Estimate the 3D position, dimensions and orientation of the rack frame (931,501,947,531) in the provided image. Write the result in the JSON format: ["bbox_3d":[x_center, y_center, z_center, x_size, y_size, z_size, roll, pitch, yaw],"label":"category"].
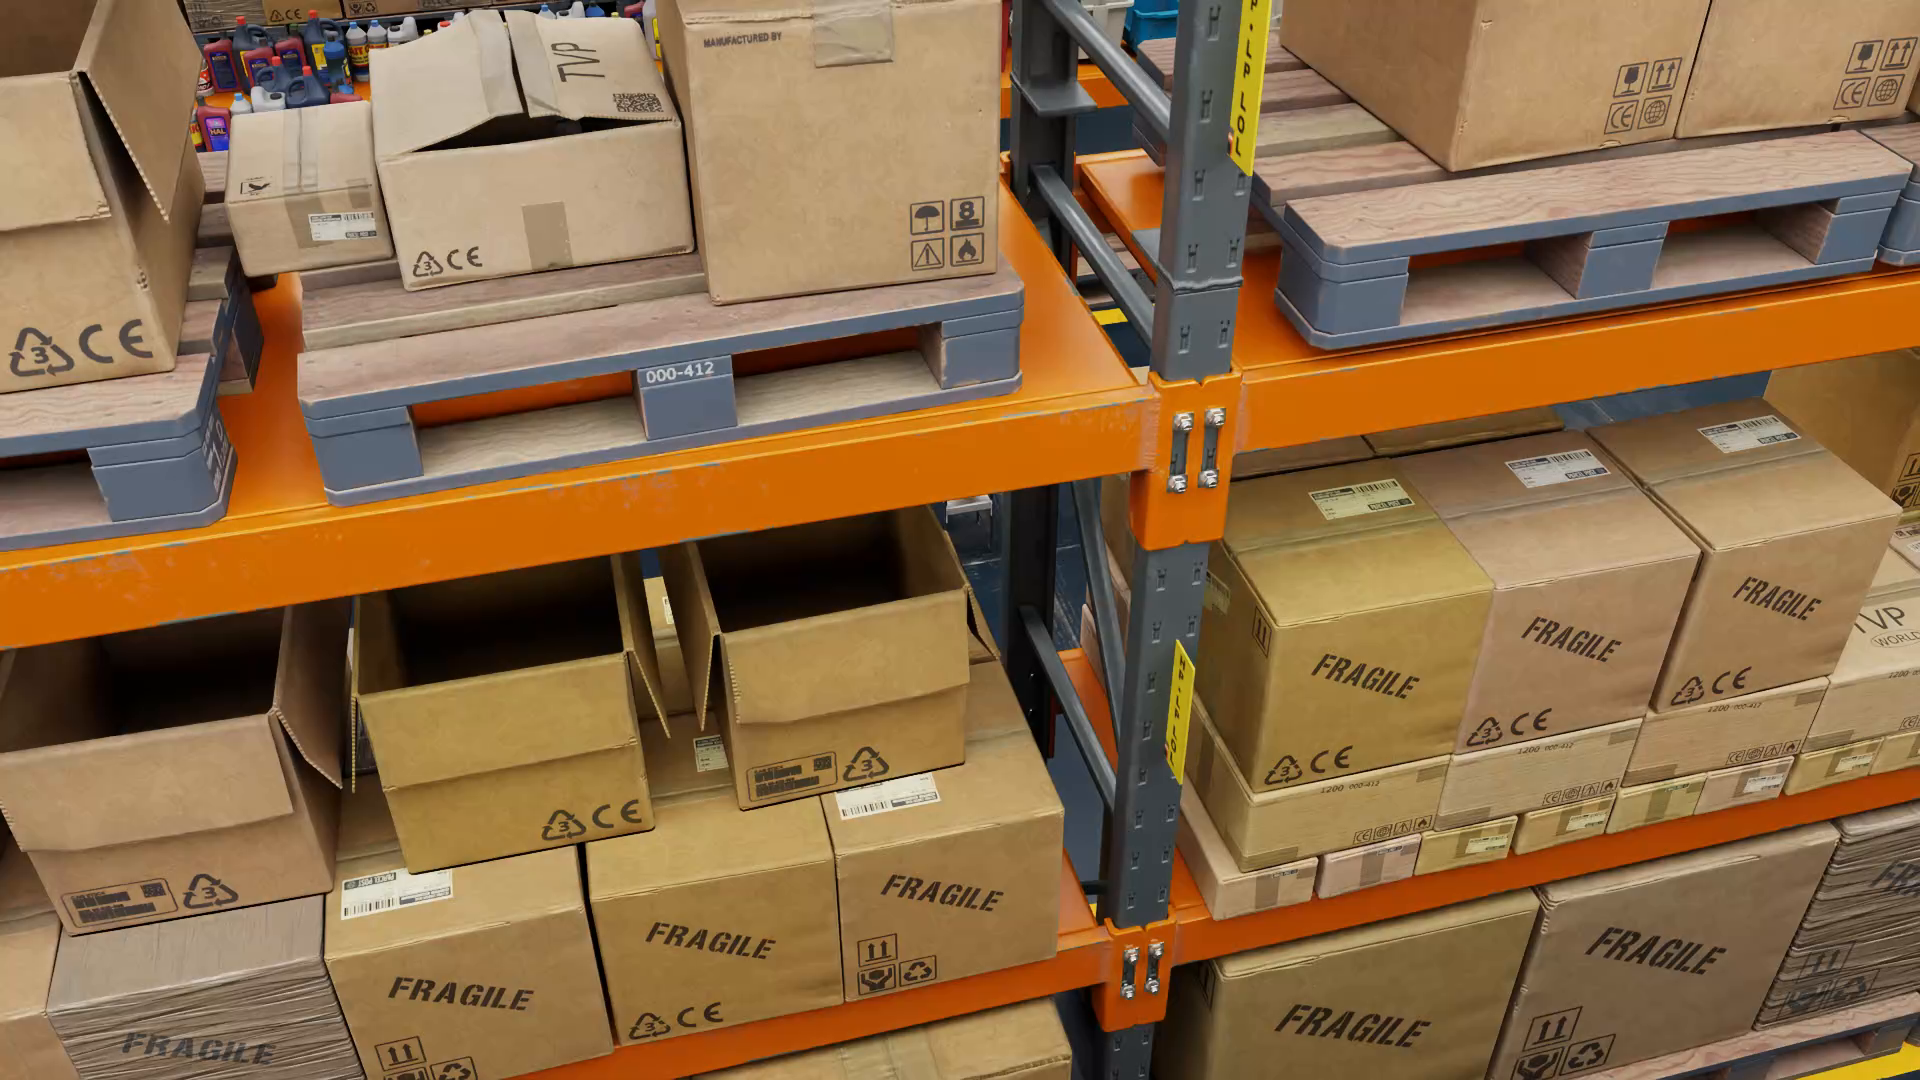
[{"bbox_3d":[-0.090,-0.343,6.957,0.006,0.900,0.240,-9,38,-12],"label":"rack frame"}]

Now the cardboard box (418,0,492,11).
[{"bbox_3d":[-3.645,-4.126,11.871,0.500,0.500,0.500,-9,38,-11],"label":"cardboard box"}]

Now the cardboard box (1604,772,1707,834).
[{"bbox_3d":[1.680,0.549,4.270,0.250,0.149,0.380,-10,39,-13],"label":"cardboard box"}]

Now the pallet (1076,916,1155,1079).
[{"bbox_3d":[1.054,1.501,5.114,1.213,0.211,1.003,-9,38,-12],"label":"pallet"}]

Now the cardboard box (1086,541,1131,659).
[{"bbox_3d":[0.657,0.185,4.417,0.500,0.250,0.500,-10,39,-13],"label":"cardboard box"}]

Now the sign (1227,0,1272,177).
[{"bbox_3d":[0.450,-0.737,2.591,0.005,0.325,0.100,-9,38,-12],"label":"sign"}]

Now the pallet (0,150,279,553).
[{"bbox_3d":[-1.875,-0.327,2.895,1.213,0.211,1.003,-8,38,-10],"label":"pallet"}]

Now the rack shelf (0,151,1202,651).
[{"bbox_3d":[-1.631,-0.121,3.063,4.000,0.370,1.077,-9,38,-12],"label":"rack shelf"}]

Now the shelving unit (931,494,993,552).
[{"bbox_3d":[0.008,-0.359,6.978,0.210,0.900,0.258,-9,38,-12],"label":"shelving unit"}]

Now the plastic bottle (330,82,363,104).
[{"bbox_3d":[-2.693,-1.880,7.334,0.133,0.283,0.061,-9,38,-12],"label":"plastic bottle"}]

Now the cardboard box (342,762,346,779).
[{"bbox_3d":[-1.675,0.599,3.916,0.500,0.500,0.500,-9,38,-11],"label":"cardboard box"}]

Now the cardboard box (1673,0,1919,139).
[{"bbox_3d":[1.560,-1.211,3.386,0.500,0.500,0.700,-7,38,-10],"label":"cardboard box"}]

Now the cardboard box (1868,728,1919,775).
[{"bbox_3d":[2.428,0.426,4.432,0.250,0.149,0.380,-9,38,-11],"label":"cardboard box"}]

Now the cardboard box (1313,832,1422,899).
[{"bbox_3d":[0.925,0.674,4.106,0.250,0.149,0.380,-11,39,-13],"label":"cardboard box"}]

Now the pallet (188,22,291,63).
[{"bbox_3d":[-5.411,-3.698,11.911,1.213,0.211,1.003,-9,38,-12],"label":"pallet"}]

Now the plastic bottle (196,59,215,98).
[{"bbox_3d":[-3.577,-2.191,7.809,0.097,0.201,0.097,0,37,0],"label":"plastic bottle"}]

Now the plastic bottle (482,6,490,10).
[{"bbox_3d":[-2.314,-2.442,8.070,0.133,0.283,0.061,-9,38,-12],"label":"plastic bottle"}]

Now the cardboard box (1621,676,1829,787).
[{"bbox_3d":[1.802,0.327,4.232,0.500,0.250,0.500,-8,38,-11],"label":"cardboard box"}]

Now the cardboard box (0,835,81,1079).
[{"bbox_3d":[-2.031,0.978,3.420,0.500,0.500,0.500,-10,39,-13],"label":"cardboard box"}]

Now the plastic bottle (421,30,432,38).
[{"bbox_3d":[-2.551,-2.360,8.029,0.097,0.201,0.097,0,37,0],"label":"plastic bottle"}]

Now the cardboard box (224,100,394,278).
[{"bbox_3d":[-1.177,-0.643,3.014,0.250,0.149,0.380,-11,39,-14],"label":"cardboard box"}]

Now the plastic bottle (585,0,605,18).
[{"bbox_3d":[-1.786,-2.513,8.172,0.097,0.271,0.097,0,37,0],"label":"plastic bottle"}]

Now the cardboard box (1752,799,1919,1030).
[{"bbox_3d":[2.686,0.804,5.133,0.875,0.875,0.875,-9,38,-12],"label":"cardboard box"}]

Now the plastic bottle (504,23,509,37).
[{"bbox_3d":[-2.198,-2.417,8.105,0.097,0.201,0.097,0,37,0],"label":"plastic bottle"}]

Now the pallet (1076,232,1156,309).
[{"bbox_3d":[0.888,-1.664,9.252,1.213,0.211,1.003,-9,38,-12],"label":"pallet"}]

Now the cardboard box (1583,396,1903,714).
[{"bbox_3d":[1.807,0.027,4.007,0.500,0.500,0.500,-10,39,-13],"label":"cardboard box"}]

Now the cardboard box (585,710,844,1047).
[{"bbox_3d":[-0.560,0.737,3.736,0.500,0.500,0.500,-8,38,-11],"label":"cardboard box"}]

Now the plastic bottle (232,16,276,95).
[{"bbox_3d":[-3.306,-2.280,7.803,0.185,0.351,0.144,-9,38,-12],"label":"plastic bottle"}]

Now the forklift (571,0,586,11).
[{"bbox_3d":[-2.088,-3.859,9.882,3.031,2.935,1.130,-7,38,-9],"label":"forklift"}]

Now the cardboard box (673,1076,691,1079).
[{"bbox_3d":[-1.175,1.400,4.354,0.875,0.875,1.225,-11,39,-14],"label":"cardboard box"}]

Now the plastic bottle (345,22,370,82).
[{"bbox_3d":[-2.869,-2.335,7.940,0.097,0.271,0.097,0,37,0],"label":"plastic bottle"}]

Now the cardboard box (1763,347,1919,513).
[{"bbox_3d":[2.646,-0.440,4.617,0.500,0.500,0.500,-10,39,-13],"label":"cardboard box"}]

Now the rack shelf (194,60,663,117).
[{"bbox_3d":[-2.923,-1.835,7.772,4.000,0.370,1.077,-9,38,-12],"label":"rack shelf"}]

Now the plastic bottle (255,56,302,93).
[{"bbox_3d":[-3.027,-1.974,7.402,0.185,0.351,0.144,-9,38,-12],"label":"plastic bottle"}]

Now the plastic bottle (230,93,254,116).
[{"bbox_3d":[-3.117,-1.817,7.262,0.097,0.271,0.097,0,37,0],"label":"plastic bottle"}]

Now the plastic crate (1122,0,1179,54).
[{"bbox_3d":[0.954,-2.553,8.206,0.300,0.233,0.416,-9,38,-12],"label":"plastic crate"}]

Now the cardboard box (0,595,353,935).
[{"bbox_3d":[-1.576,0.345,3.422,0.637,0.503,0.797,-8,38,-10],"label":"cardboard box"}]

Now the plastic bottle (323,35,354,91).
[{"bbox_3d":[-2.925,-2.235,7.809,0.097,0.271,0.097,0,37,0],"label":"plastic bottle"}]

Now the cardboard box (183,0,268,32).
[{"bbox_3d":[-5.123,-3.882,11.552,0.500,0.500,0.500,-11,39,-14],"label":"cardboard box"}]

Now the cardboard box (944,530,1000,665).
[{"bbox_3d":[-0.210,0.354,4.236,0.500,0.500,0.500,-9,38,-12],"label":"cardboard box"}]

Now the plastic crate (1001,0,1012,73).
[{"bbox_3d":[-0.064,-2.481,7.922,0.583,0.464,0.402,-9,38,-12],"label":"plastic crate"}]
